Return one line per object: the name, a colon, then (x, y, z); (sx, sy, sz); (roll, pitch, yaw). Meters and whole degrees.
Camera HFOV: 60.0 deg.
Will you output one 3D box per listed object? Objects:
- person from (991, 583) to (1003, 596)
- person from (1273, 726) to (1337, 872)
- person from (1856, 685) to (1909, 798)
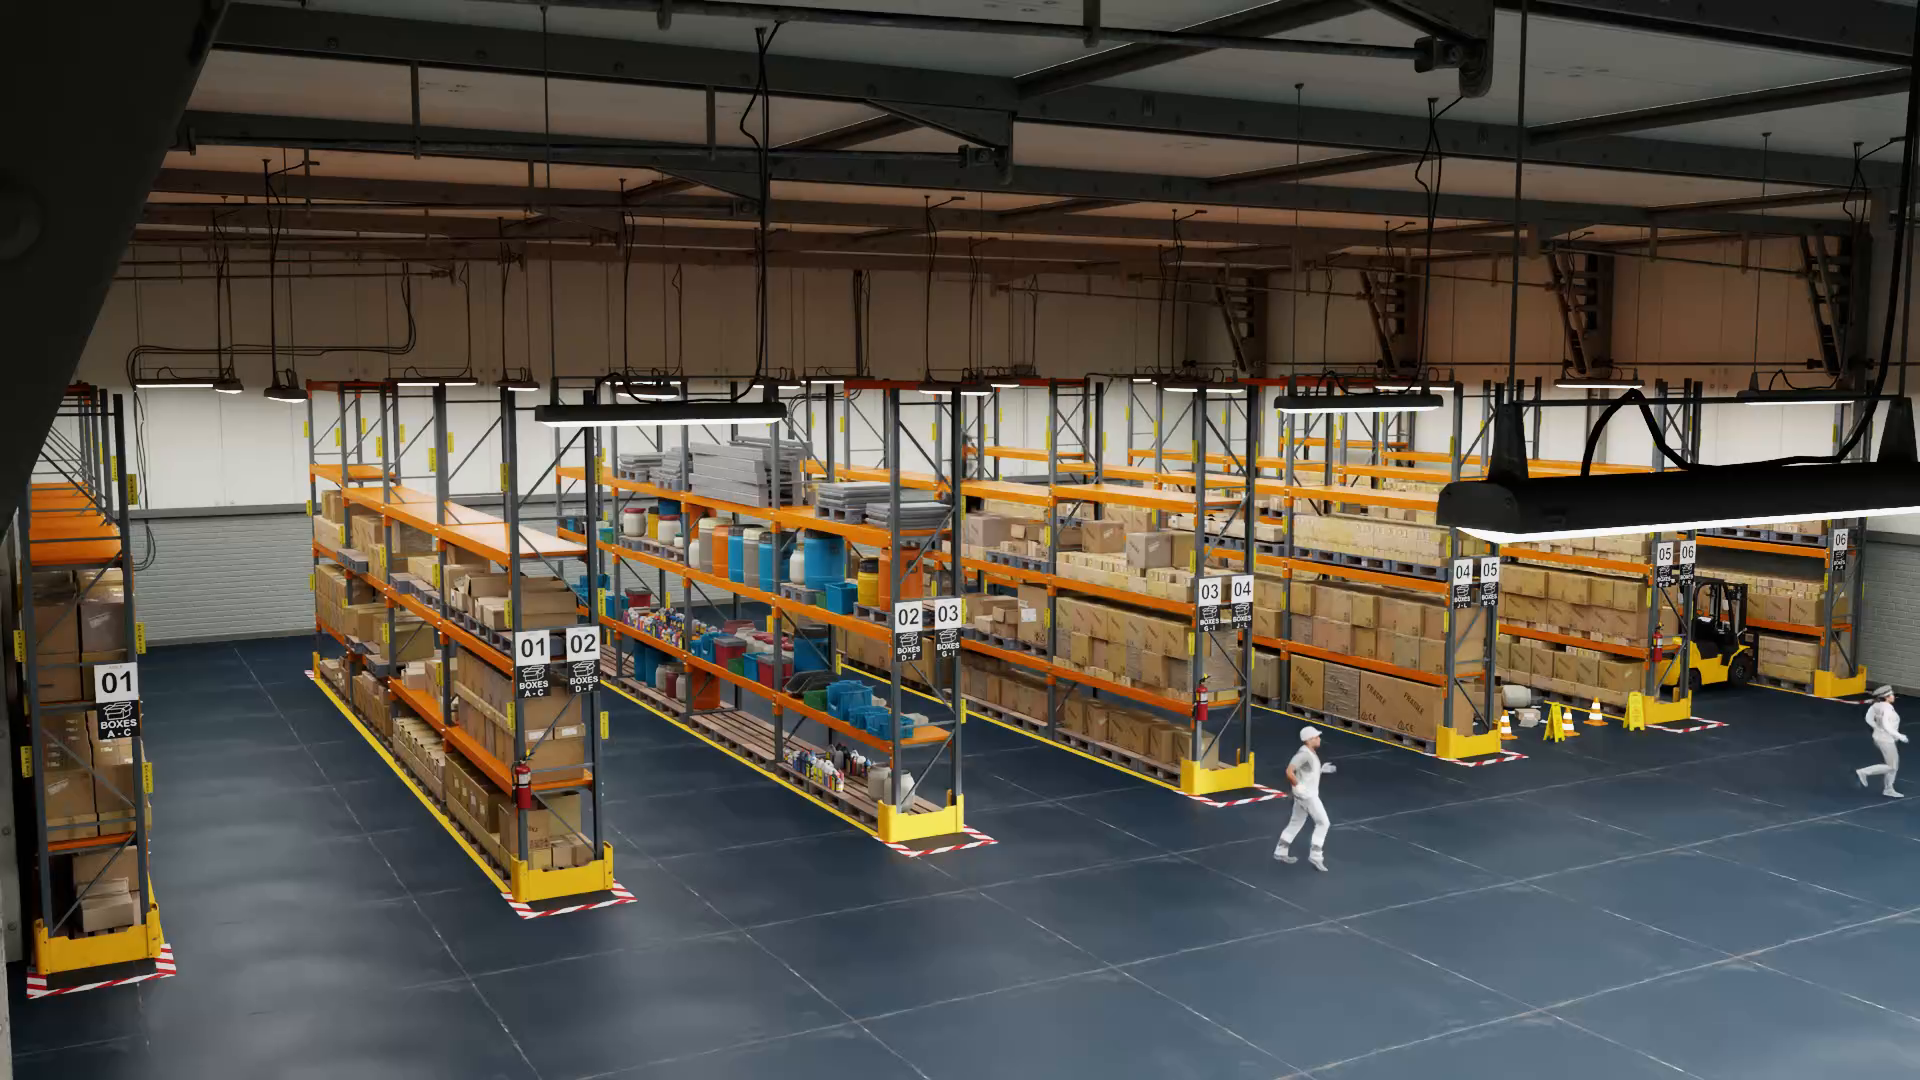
person: (0.957, 1.049, 42.228); (0.666, 1.639, 0.514); (-4, 7, -32)
person: (4.336, 3.242, 20.860); (0.779, 1.851, 0.616); (0, 6, 5)
person: (13.457, 2.933, 24.293); (0.695, 1.658, 0.617); (1, 6, 8)
